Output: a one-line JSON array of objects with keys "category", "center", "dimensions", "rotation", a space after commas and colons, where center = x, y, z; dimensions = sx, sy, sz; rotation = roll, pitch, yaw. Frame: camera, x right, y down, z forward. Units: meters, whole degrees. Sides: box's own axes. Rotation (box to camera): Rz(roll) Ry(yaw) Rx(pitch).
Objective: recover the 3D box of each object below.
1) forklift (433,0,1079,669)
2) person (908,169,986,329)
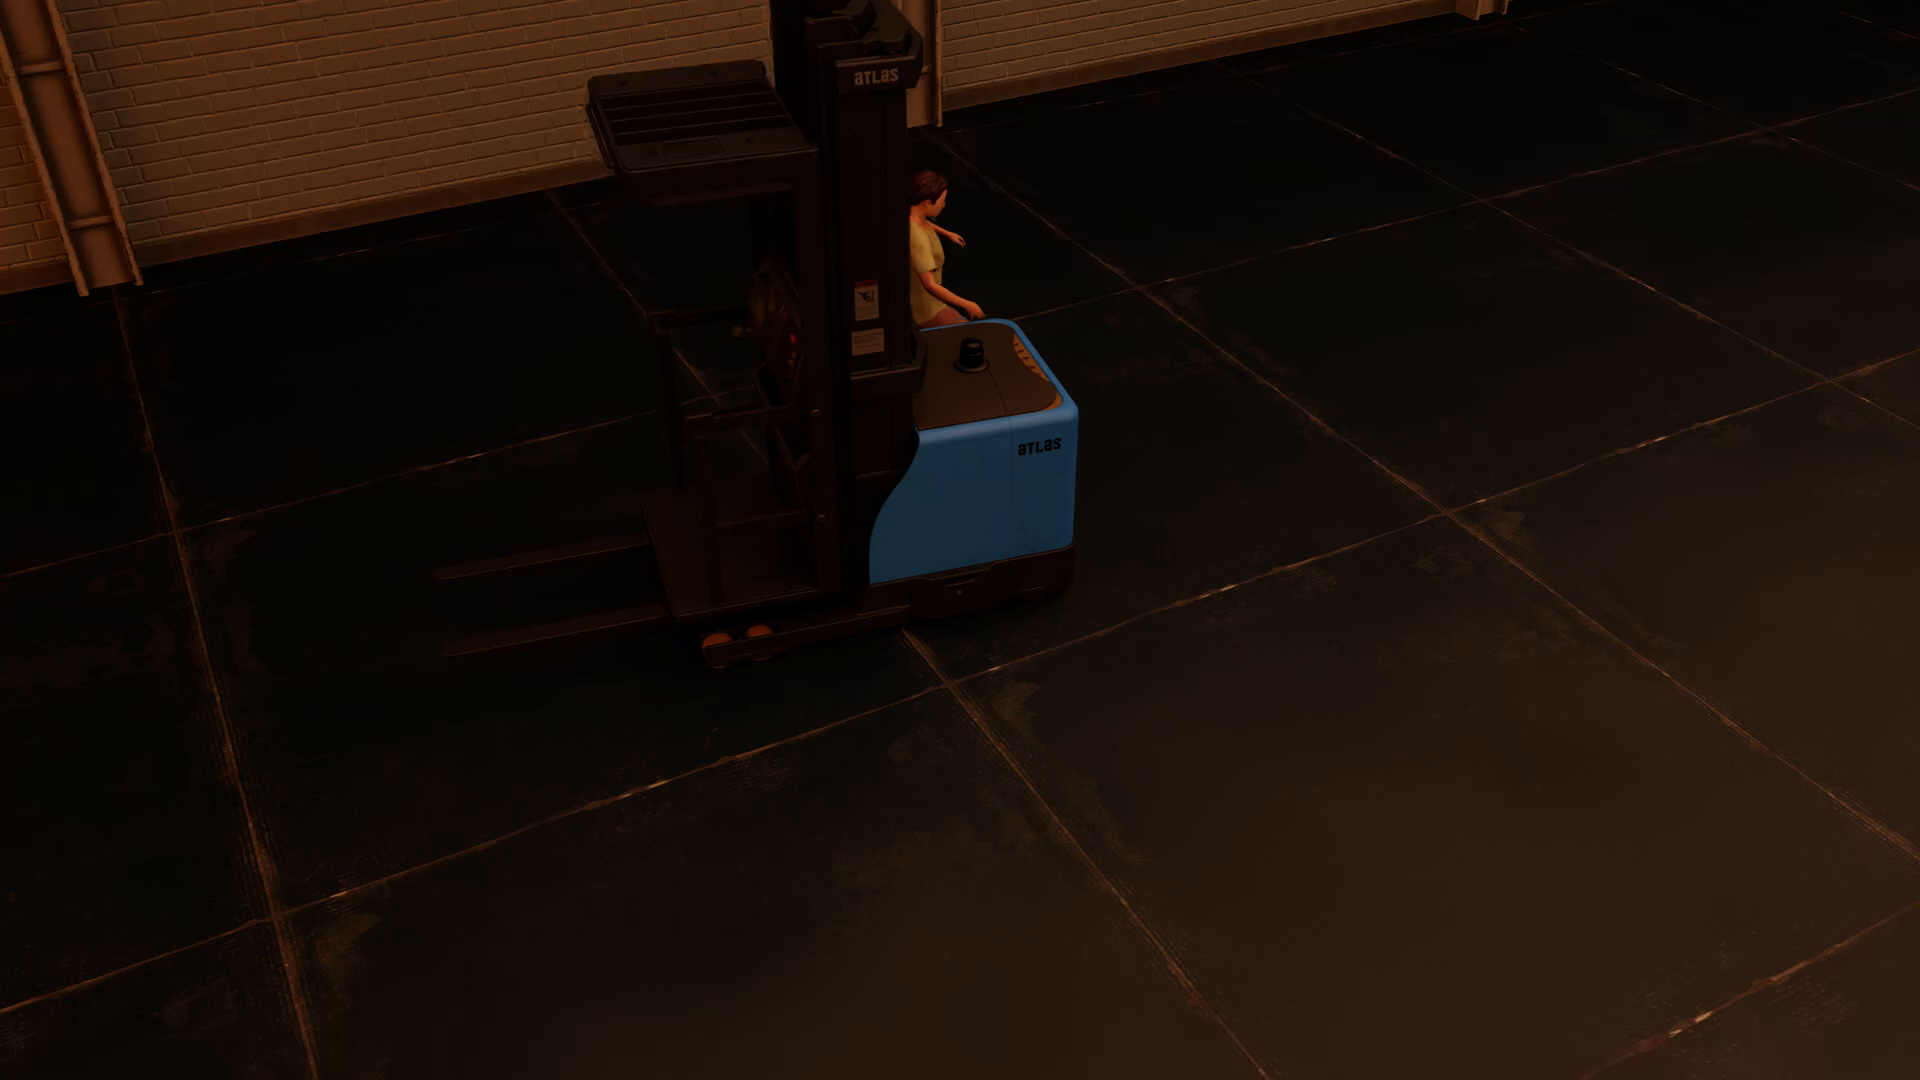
[{"category": "forklift", "center": [-1.009, -0.936, 7.447], "dimensions": [3.031, 2.935, 1.130], "rotation": [-10, 37, -14]}, {"category": "person", "center": [-0.104, -1.363, 9.323], "dimensions": [0.961, 1.516, 0.982], "rotation": [-7, 36, -10]}]
